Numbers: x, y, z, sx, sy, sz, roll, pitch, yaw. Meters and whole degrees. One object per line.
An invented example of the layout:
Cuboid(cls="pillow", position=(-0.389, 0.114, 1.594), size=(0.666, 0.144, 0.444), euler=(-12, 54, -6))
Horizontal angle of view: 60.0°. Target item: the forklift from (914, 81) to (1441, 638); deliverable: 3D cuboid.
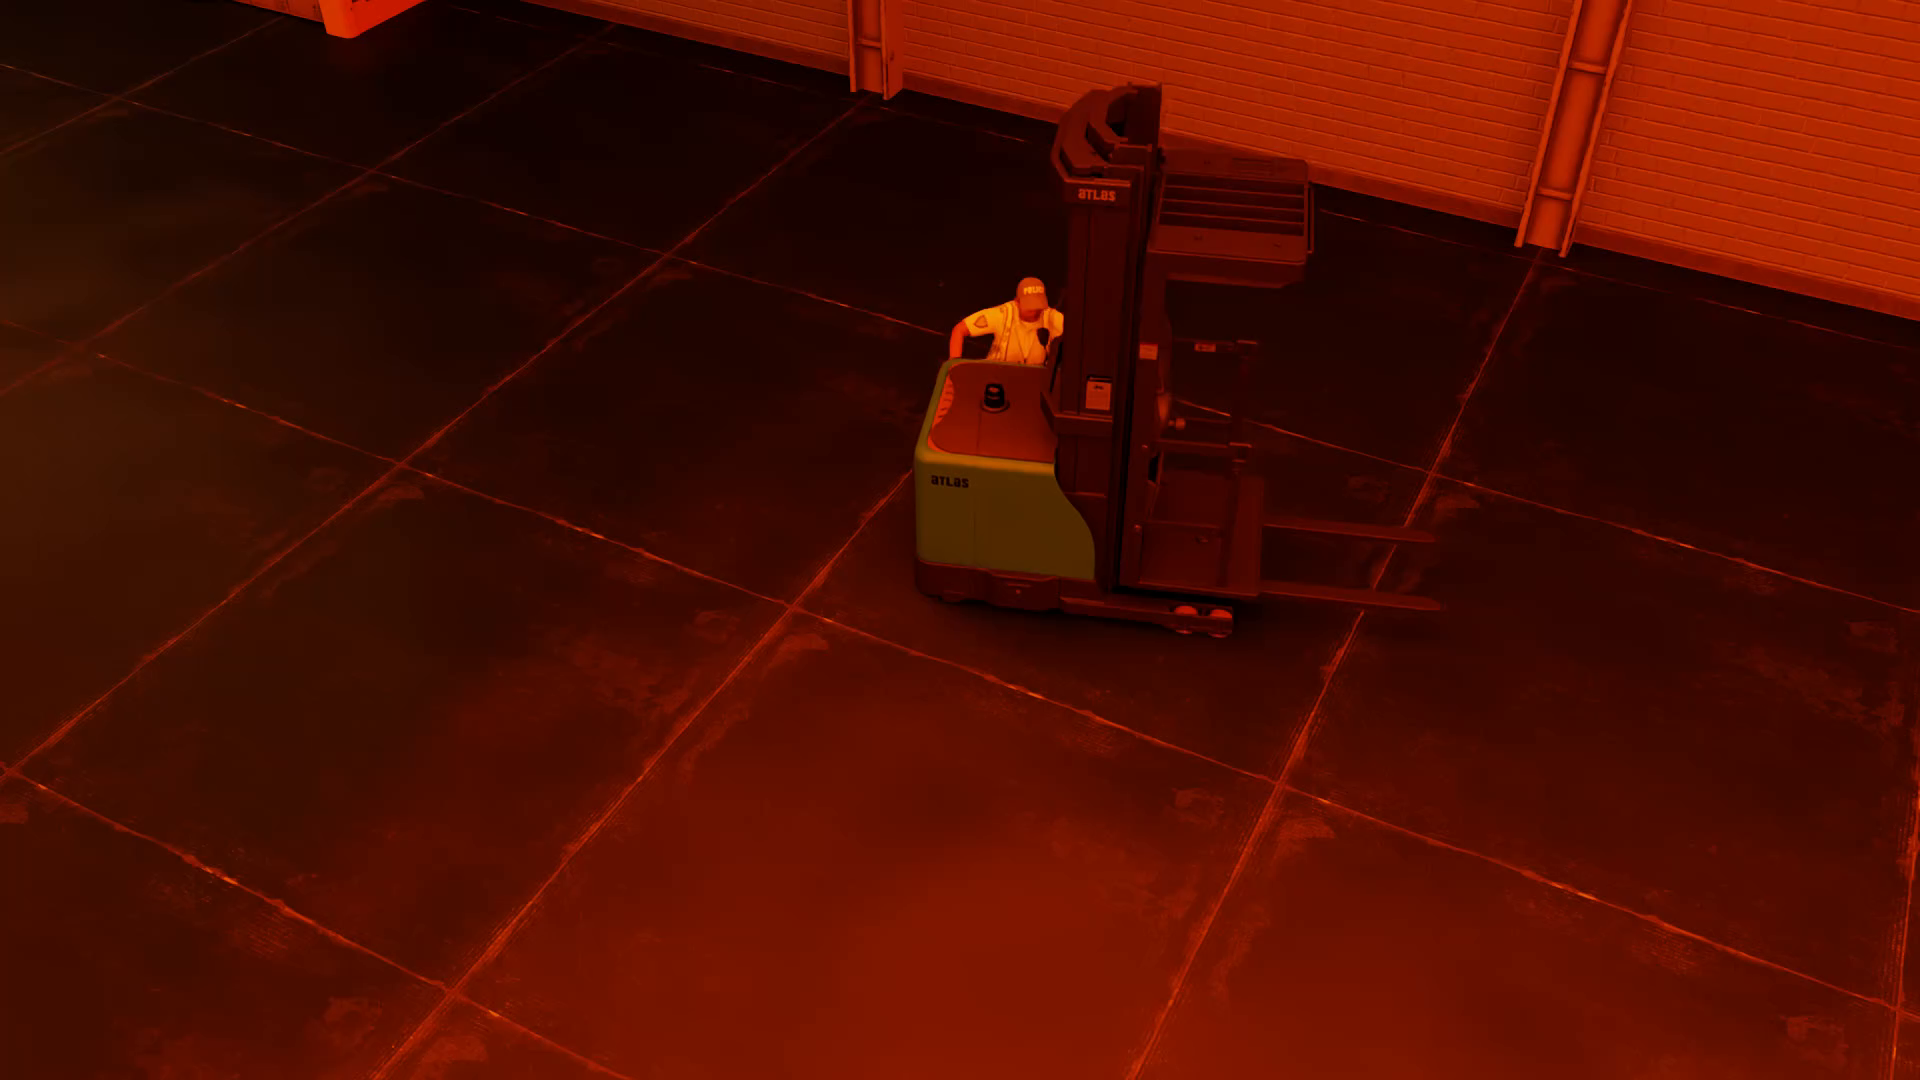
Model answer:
Cuboid(cls="forklift", position=(1.297, -0.929, 9.090), size=(3.031, 2.935, 1.130), euler=(6, 40, 7))

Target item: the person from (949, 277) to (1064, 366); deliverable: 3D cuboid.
Cuboid(cls="person", position=(0.392, -0.871, 10.155), size=(0.973, 1.409, 0.822), euler=(-11, 41, -13))
